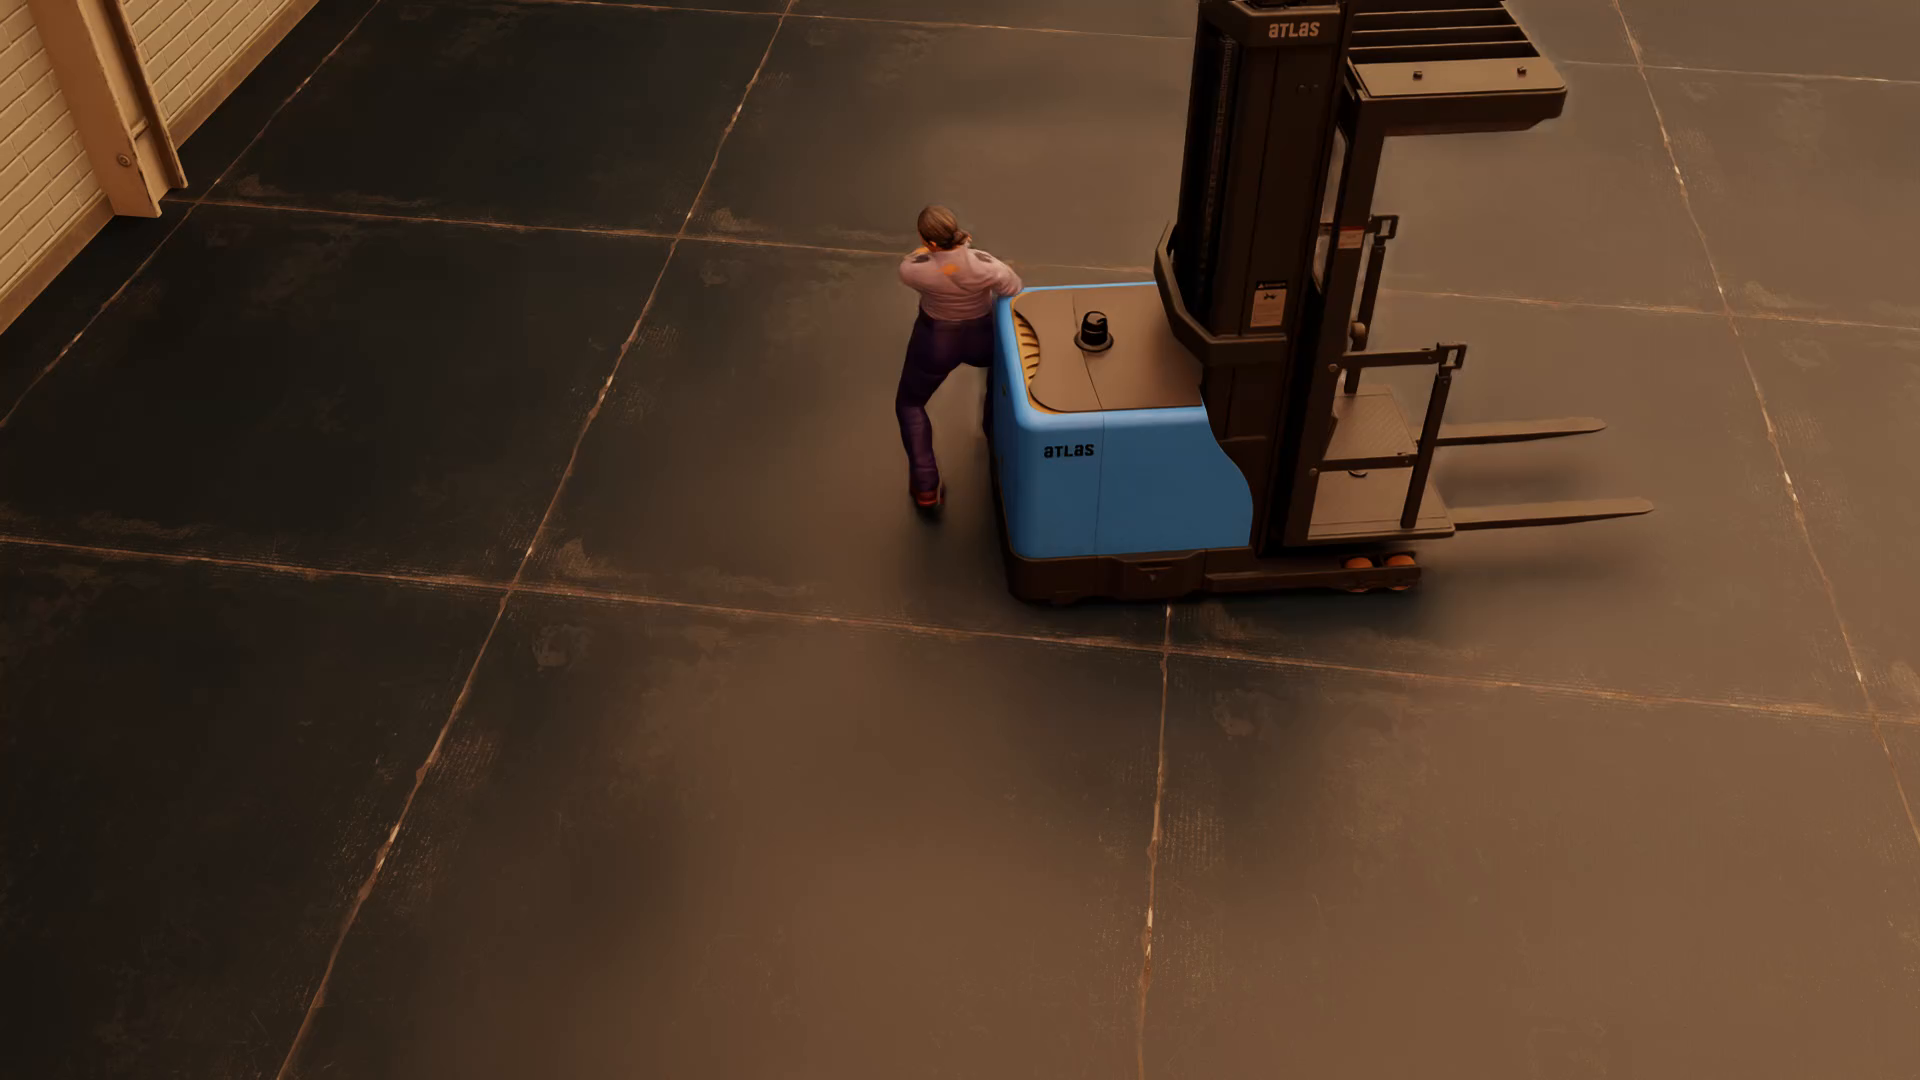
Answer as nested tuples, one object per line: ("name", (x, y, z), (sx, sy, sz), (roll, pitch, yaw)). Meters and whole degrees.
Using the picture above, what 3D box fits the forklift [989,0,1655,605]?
("forklift", (1.691, -1.193, 7.023), (3.031, 2.935, 1.130), (-3, 43, -4))

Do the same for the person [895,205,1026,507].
("person", (0.043, -0.978, 7.837), (0.740, 1.520, 0.833), (-8, 43, -9))
